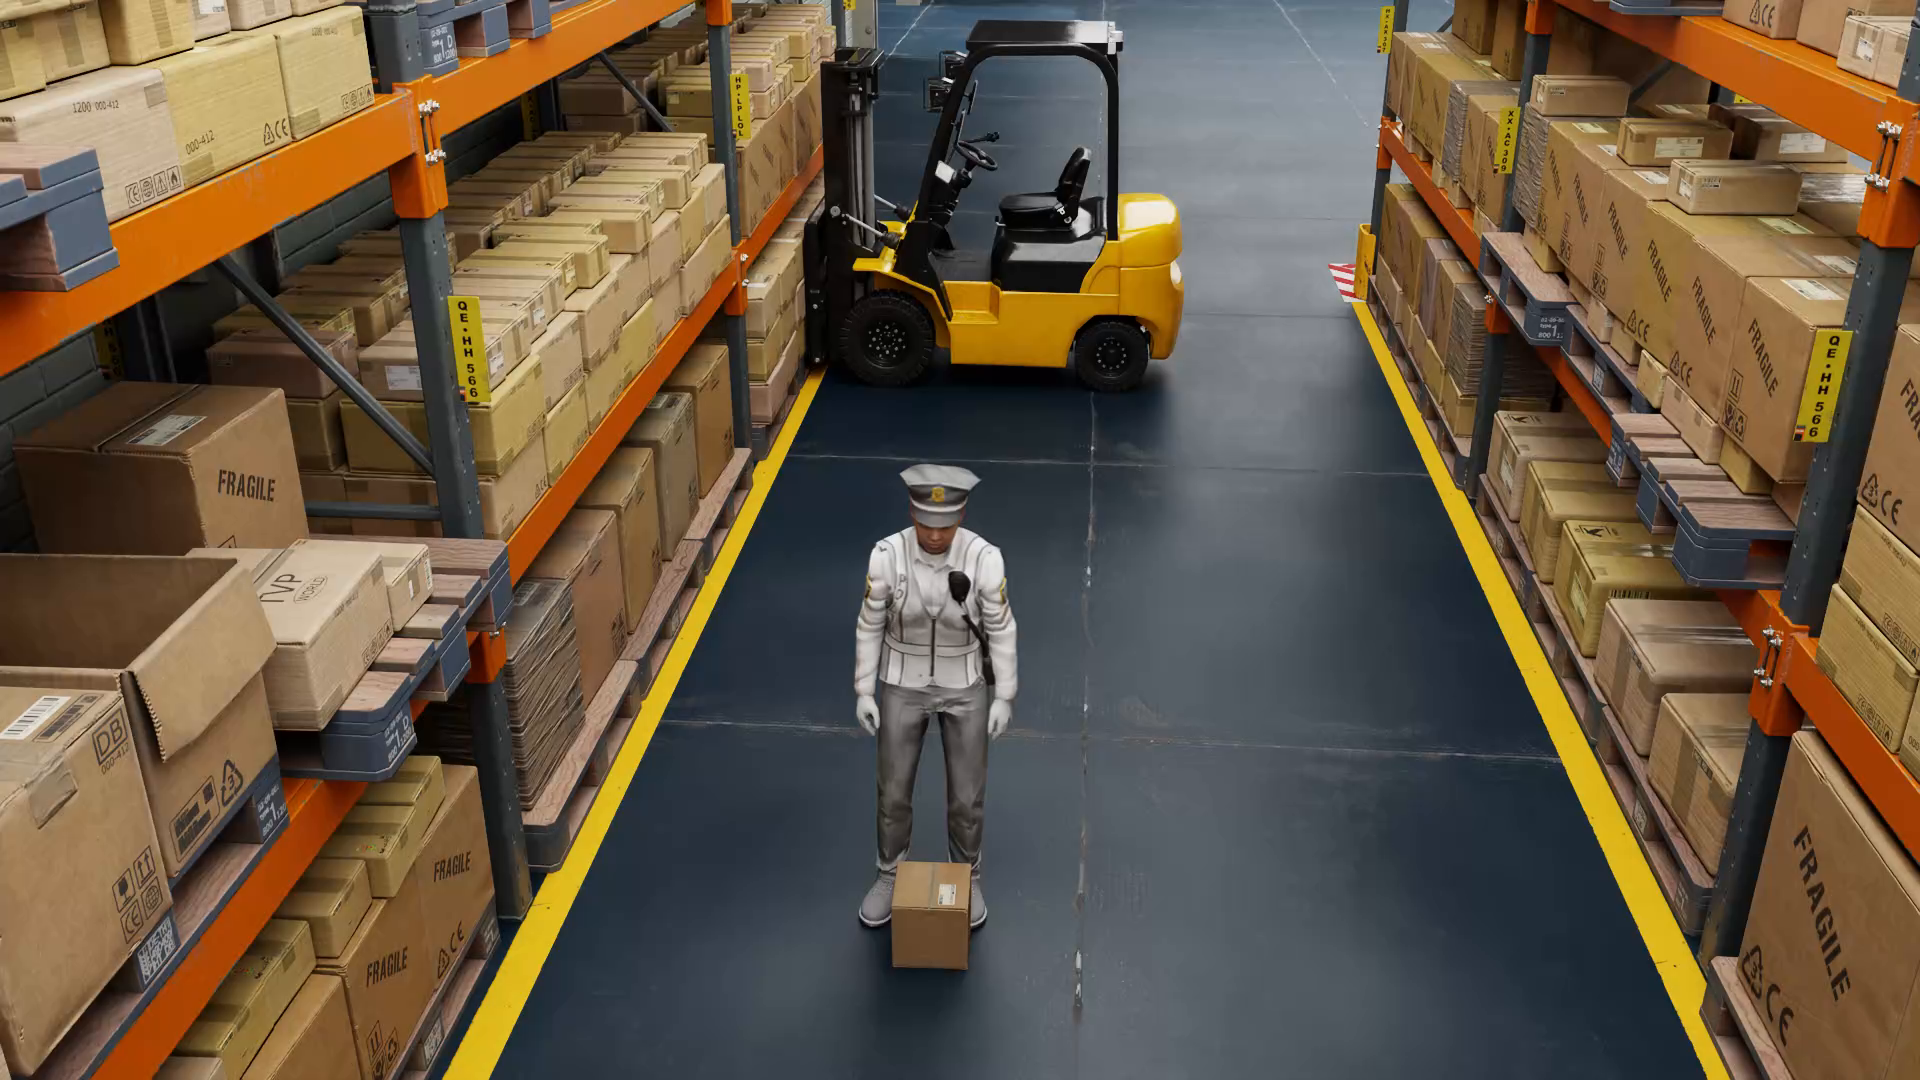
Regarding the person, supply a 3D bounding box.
[{"bbox_3d":[-0.080,0.515,5.481,0.536,1.662,0.379,1,25,3],"label":"person"}]
